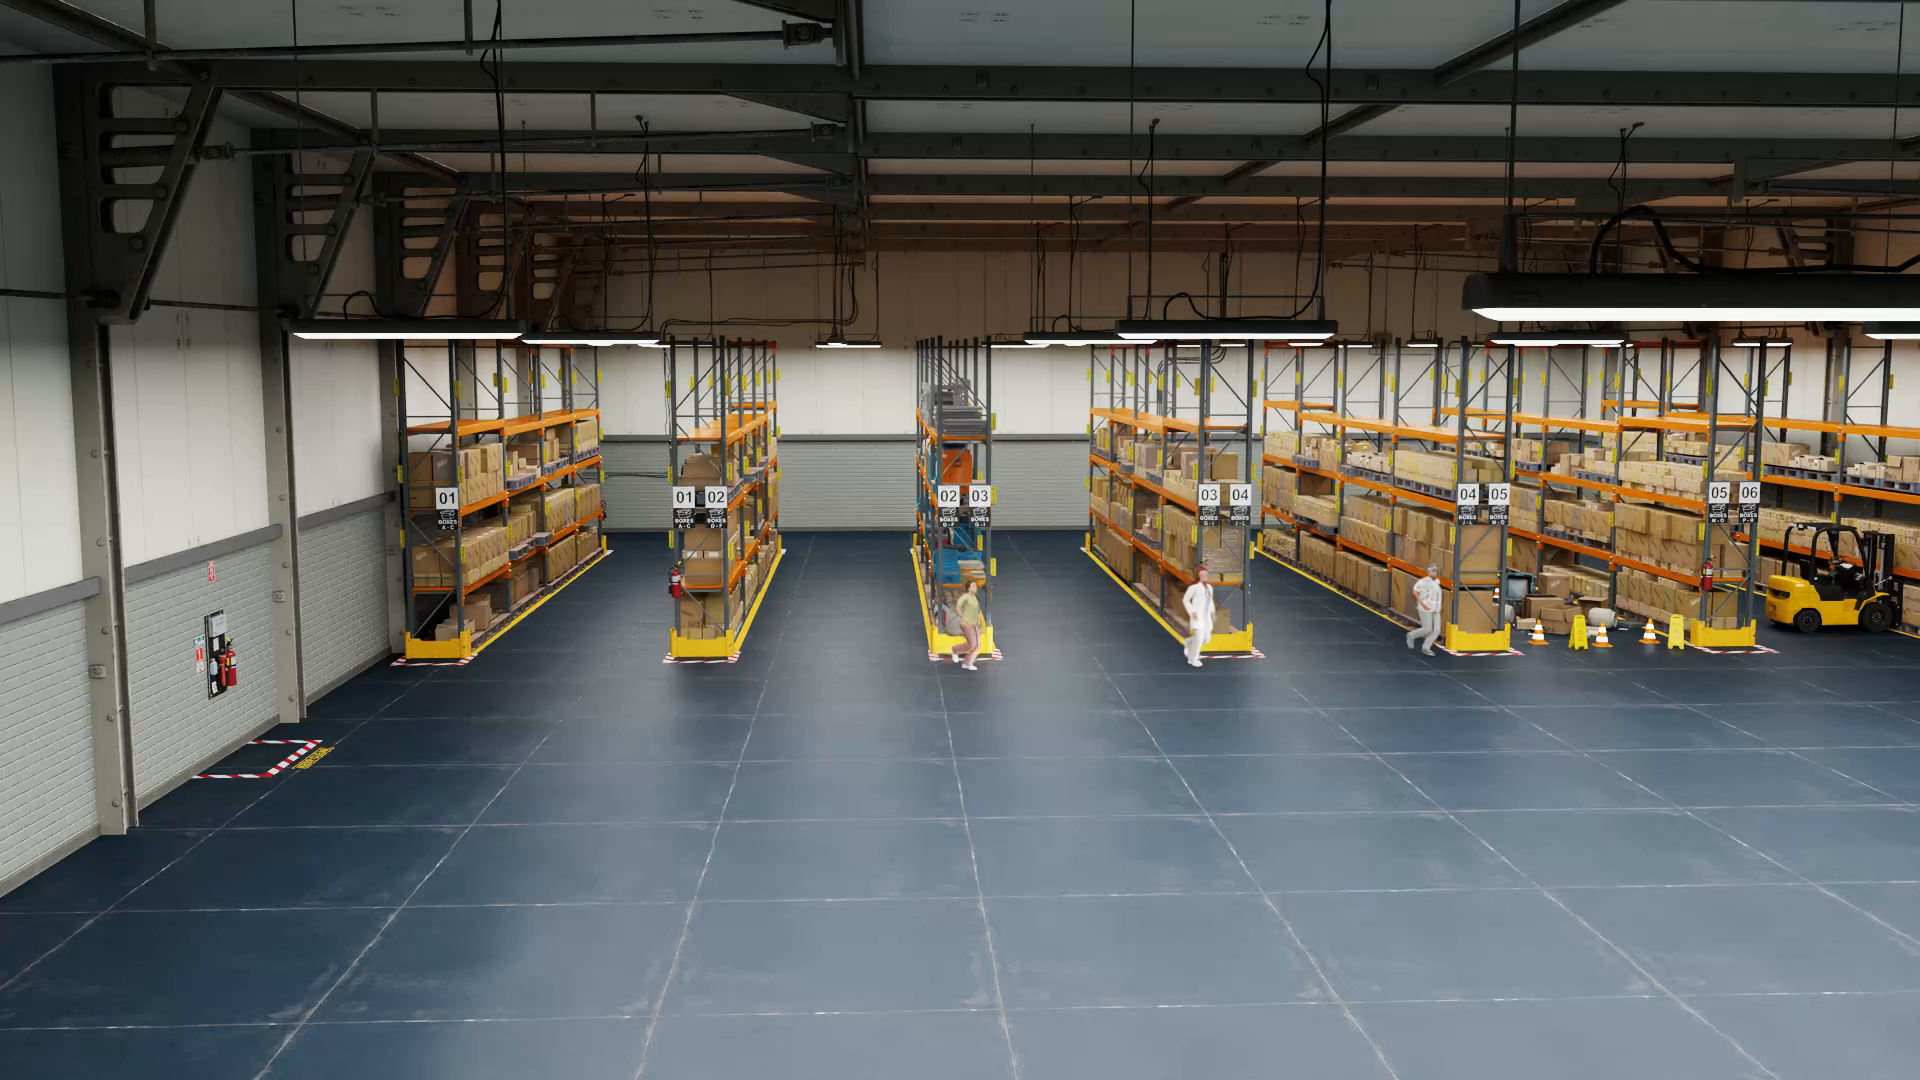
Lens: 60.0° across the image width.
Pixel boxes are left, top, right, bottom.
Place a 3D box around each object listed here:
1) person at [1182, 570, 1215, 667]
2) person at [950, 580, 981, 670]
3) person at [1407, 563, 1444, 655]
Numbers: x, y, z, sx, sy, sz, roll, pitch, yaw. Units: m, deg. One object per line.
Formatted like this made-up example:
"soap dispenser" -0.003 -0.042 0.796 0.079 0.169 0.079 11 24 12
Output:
"person" 4.389 1.414 30.556 0.759 1.719 0.632 -5 8 -36
"person" 0.096 1.522 30.023 0.562 1.632 0.576 3 7 27
"person" 8.862 1.293 31.522 0.696 1.738 0.612 -4 8 -30
